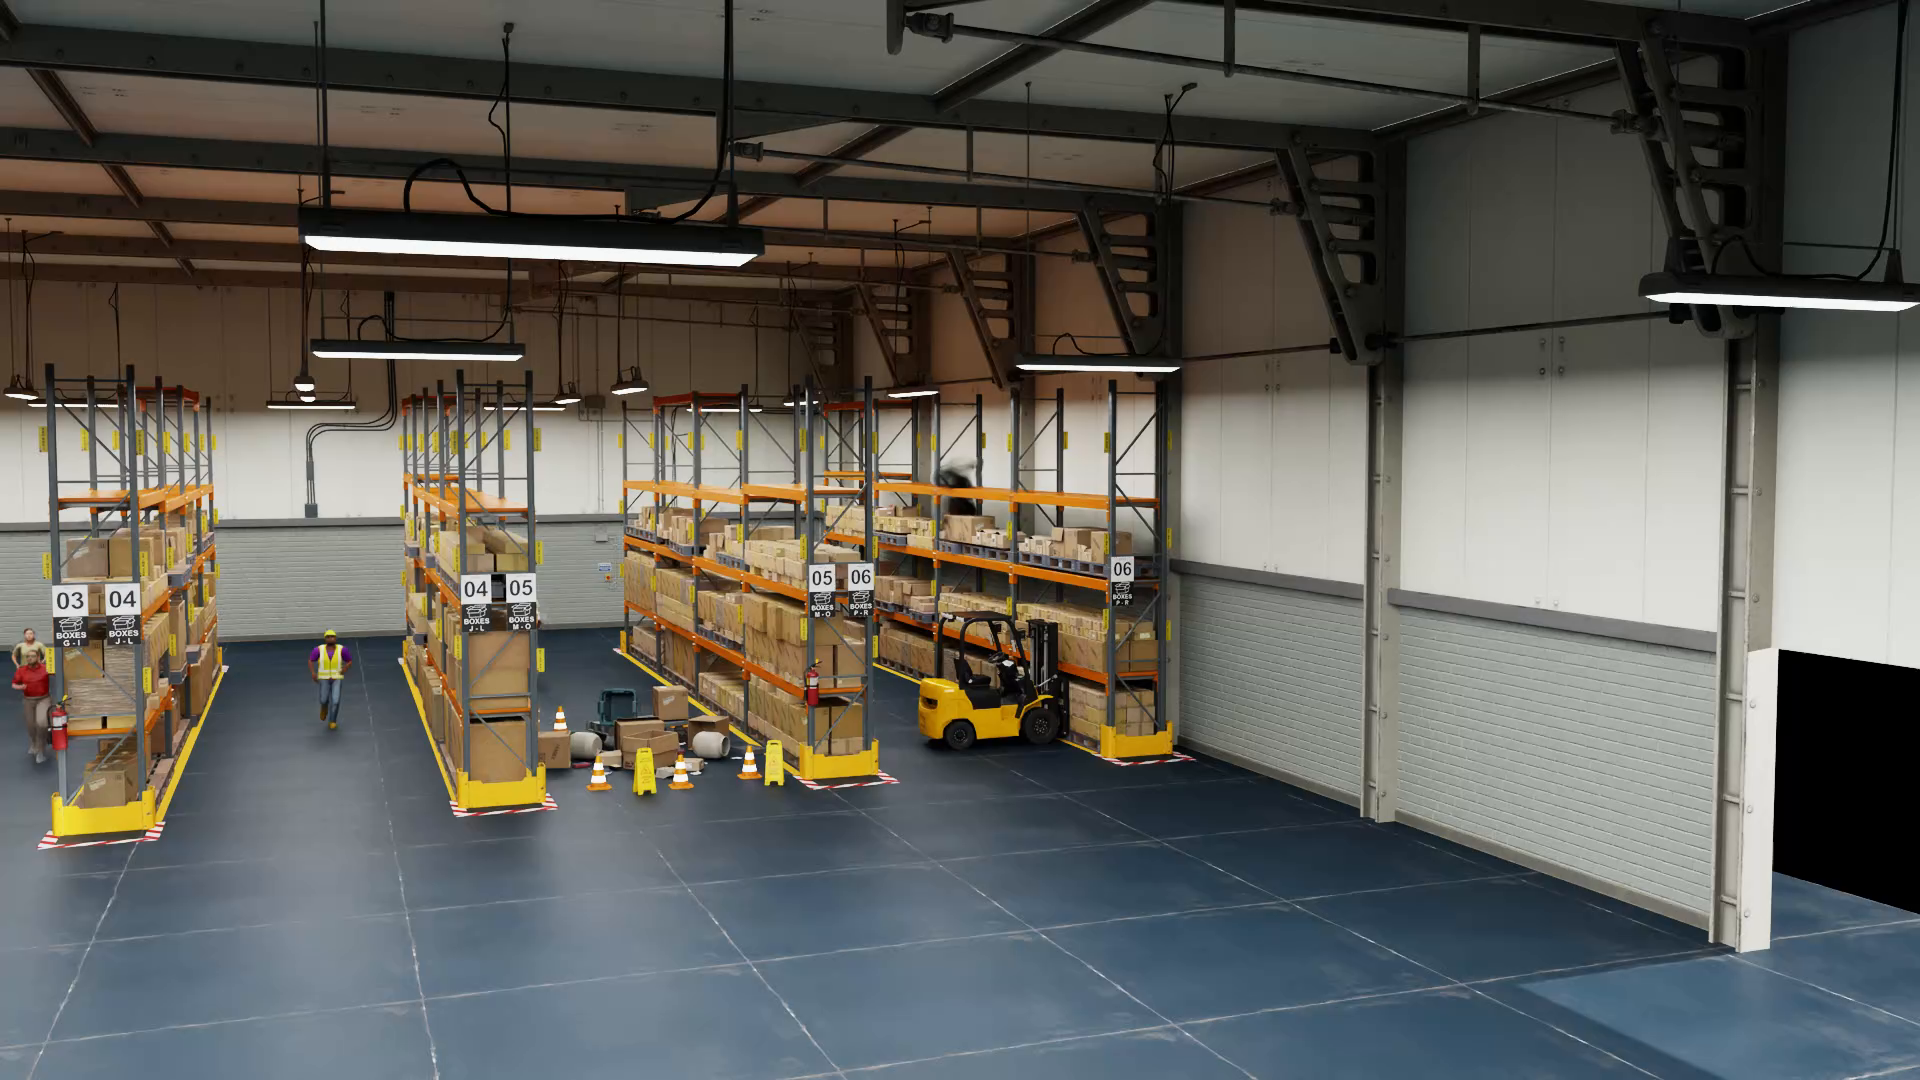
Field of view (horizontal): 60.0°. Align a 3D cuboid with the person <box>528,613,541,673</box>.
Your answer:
[{"bbox_3d":[-9.380,2.048,35.764,0.695,1.716,0.593,-1,4,-23],"label":"person"}]

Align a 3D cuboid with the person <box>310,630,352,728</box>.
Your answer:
[{"bbox_3d":[-11.039,2.437,29.196,0.698,1.726,0.558,-1,4,-20],"label":"person"}]

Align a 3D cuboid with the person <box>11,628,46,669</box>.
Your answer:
[{"bbox_3d":[-16.902,2.383,30.218,0.589,1.572,0.380,-2,4,-26],"label":"person"}]

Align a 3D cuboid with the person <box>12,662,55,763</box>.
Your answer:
[{"bbox_3d":[-14.619,2.710,26.348,0.633,1.591,0.838,-1,3,-15],"label":"person"}]
